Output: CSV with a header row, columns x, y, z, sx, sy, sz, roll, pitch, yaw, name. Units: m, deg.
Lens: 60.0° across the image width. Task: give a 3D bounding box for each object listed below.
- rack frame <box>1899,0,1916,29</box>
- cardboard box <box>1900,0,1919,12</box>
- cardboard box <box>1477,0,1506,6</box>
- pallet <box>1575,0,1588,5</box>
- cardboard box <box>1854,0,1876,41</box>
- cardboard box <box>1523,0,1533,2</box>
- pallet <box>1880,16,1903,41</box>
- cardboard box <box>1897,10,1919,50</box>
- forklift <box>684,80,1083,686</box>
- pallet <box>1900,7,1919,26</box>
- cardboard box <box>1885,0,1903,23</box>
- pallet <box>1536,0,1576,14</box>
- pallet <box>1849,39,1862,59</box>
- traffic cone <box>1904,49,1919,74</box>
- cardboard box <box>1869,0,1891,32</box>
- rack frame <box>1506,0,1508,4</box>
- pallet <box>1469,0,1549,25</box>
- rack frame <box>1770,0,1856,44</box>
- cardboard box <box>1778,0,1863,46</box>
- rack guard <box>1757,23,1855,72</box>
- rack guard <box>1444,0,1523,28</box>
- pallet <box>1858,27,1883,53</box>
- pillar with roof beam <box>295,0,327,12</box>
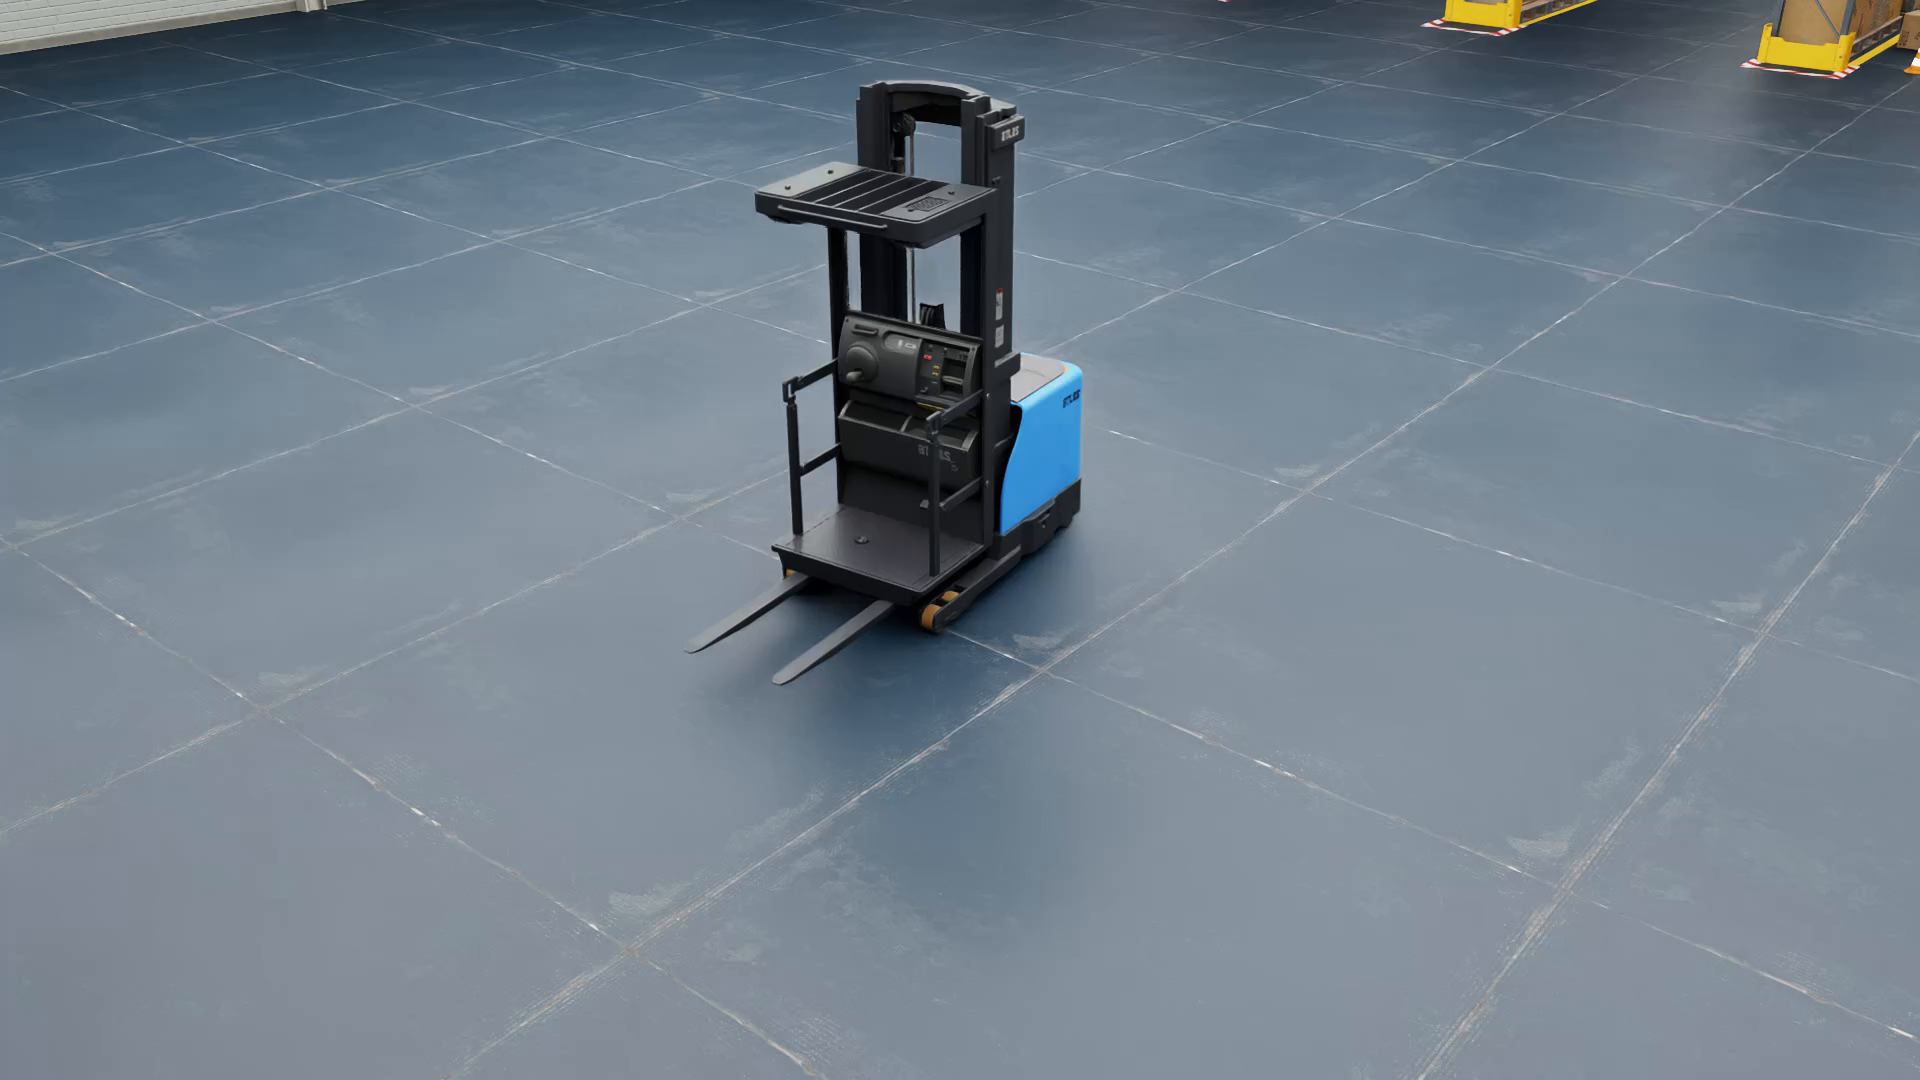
x,y,z,sx,sy,sz,roll,pitch,yaw,name
14.704,-9.616,26.073,1.000,3.000,0.127,21,34,34,rack frame
15.029,-9.050,26.970,1.050,0.750,0.750,21,34,34,cardboard box
8.807,-8.976,27.100,0.500,0.500,0.500,-21,34,-35,cardboard box
10.541,-9.614,29.105,1.003,0.211,1.213,21,34,34,pallet
13.098,-8.013,24.830,0.875,0.875,0.875,20,34,34,cardboard box
9.161,-9.198,27.529,0.500,0.500,0.500,-18,32,-31,cardboard box
14.160,-8.131,26.237,1.003,0.211,1.213,21,34,34,pallet
14.508,-7.656,25.003,0.500,0.500,0.500,-21,34,-35,cardboard box
-0.421,-1.005,9.503,1.130,2.935,3.031,16,32,29,forklift
15.137,-8.673,27.285,1.003,0.211,1.213,21,34,34,pallet
14.250,-8.656,26.073,0.875,0.875,0.875,21,34,35,cardboard box
9.765,-9.180,28.265,1.003,0.211,1.213,21,34,34,pallet
12.608,-7.265,24.565,1.003,0.211,1.213,21,34,34,pallet
13.593,-6.844,23.476,0.336,0.463,0.334,21,34,34,traffic cone
13.680,-8.335,25.454,0.875,0.875,0.875,21,34,35,cardboard box
8.397,-9.683,26.203,1.000,3.000,0.127,21,34,34,rack frame
8.989,-8.749,27.433,1.003,0.211,1.213,21,34,34,pallet
12.160,-8.198,23.332,1.000,3.000,0.127,21,34,34,rack frame
12.540,-7.700,24.226,0.875,0.875,0.875,21,34,35,cardboard box
12.144,-7.079,23.890,1.175,0.500,0.348,21,34,34,rack guard
8.445,-8.600,26.830,1.175,0.500,0.348,21,34,34,rack guard
13.384,-7.696,25.397,1.003,0.211,1.213,21,34,34,pallet
-7.603,-11.679,23.532,9.100,9.000,0.400,21,34,34,pillar with roof beam
